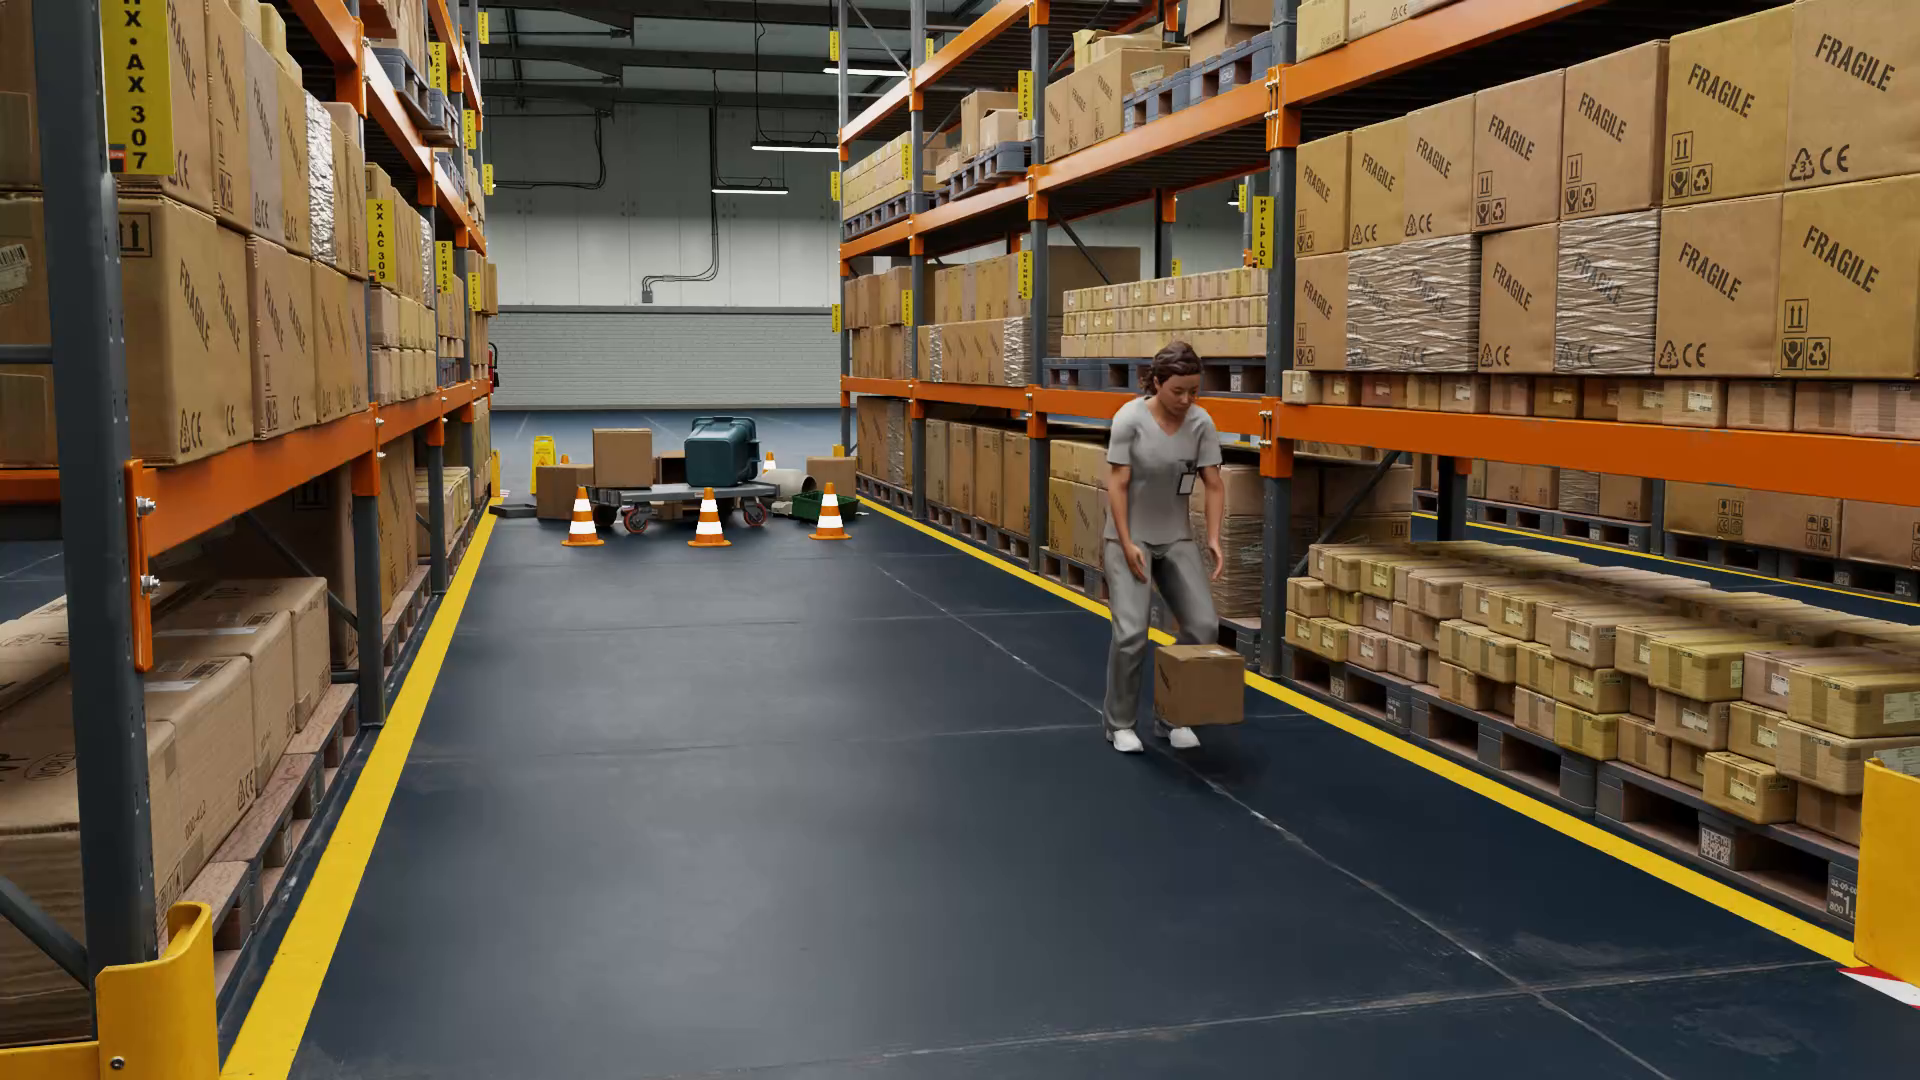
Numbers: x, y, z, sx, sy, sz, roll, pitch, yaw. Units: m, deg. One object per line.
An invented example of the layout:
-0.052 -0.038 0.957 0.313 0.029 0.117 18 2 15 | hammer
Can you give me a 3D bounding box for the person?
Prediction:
0.787 0.026 6.427 0.475 1.573 0.467 -1 6 -12 | person
